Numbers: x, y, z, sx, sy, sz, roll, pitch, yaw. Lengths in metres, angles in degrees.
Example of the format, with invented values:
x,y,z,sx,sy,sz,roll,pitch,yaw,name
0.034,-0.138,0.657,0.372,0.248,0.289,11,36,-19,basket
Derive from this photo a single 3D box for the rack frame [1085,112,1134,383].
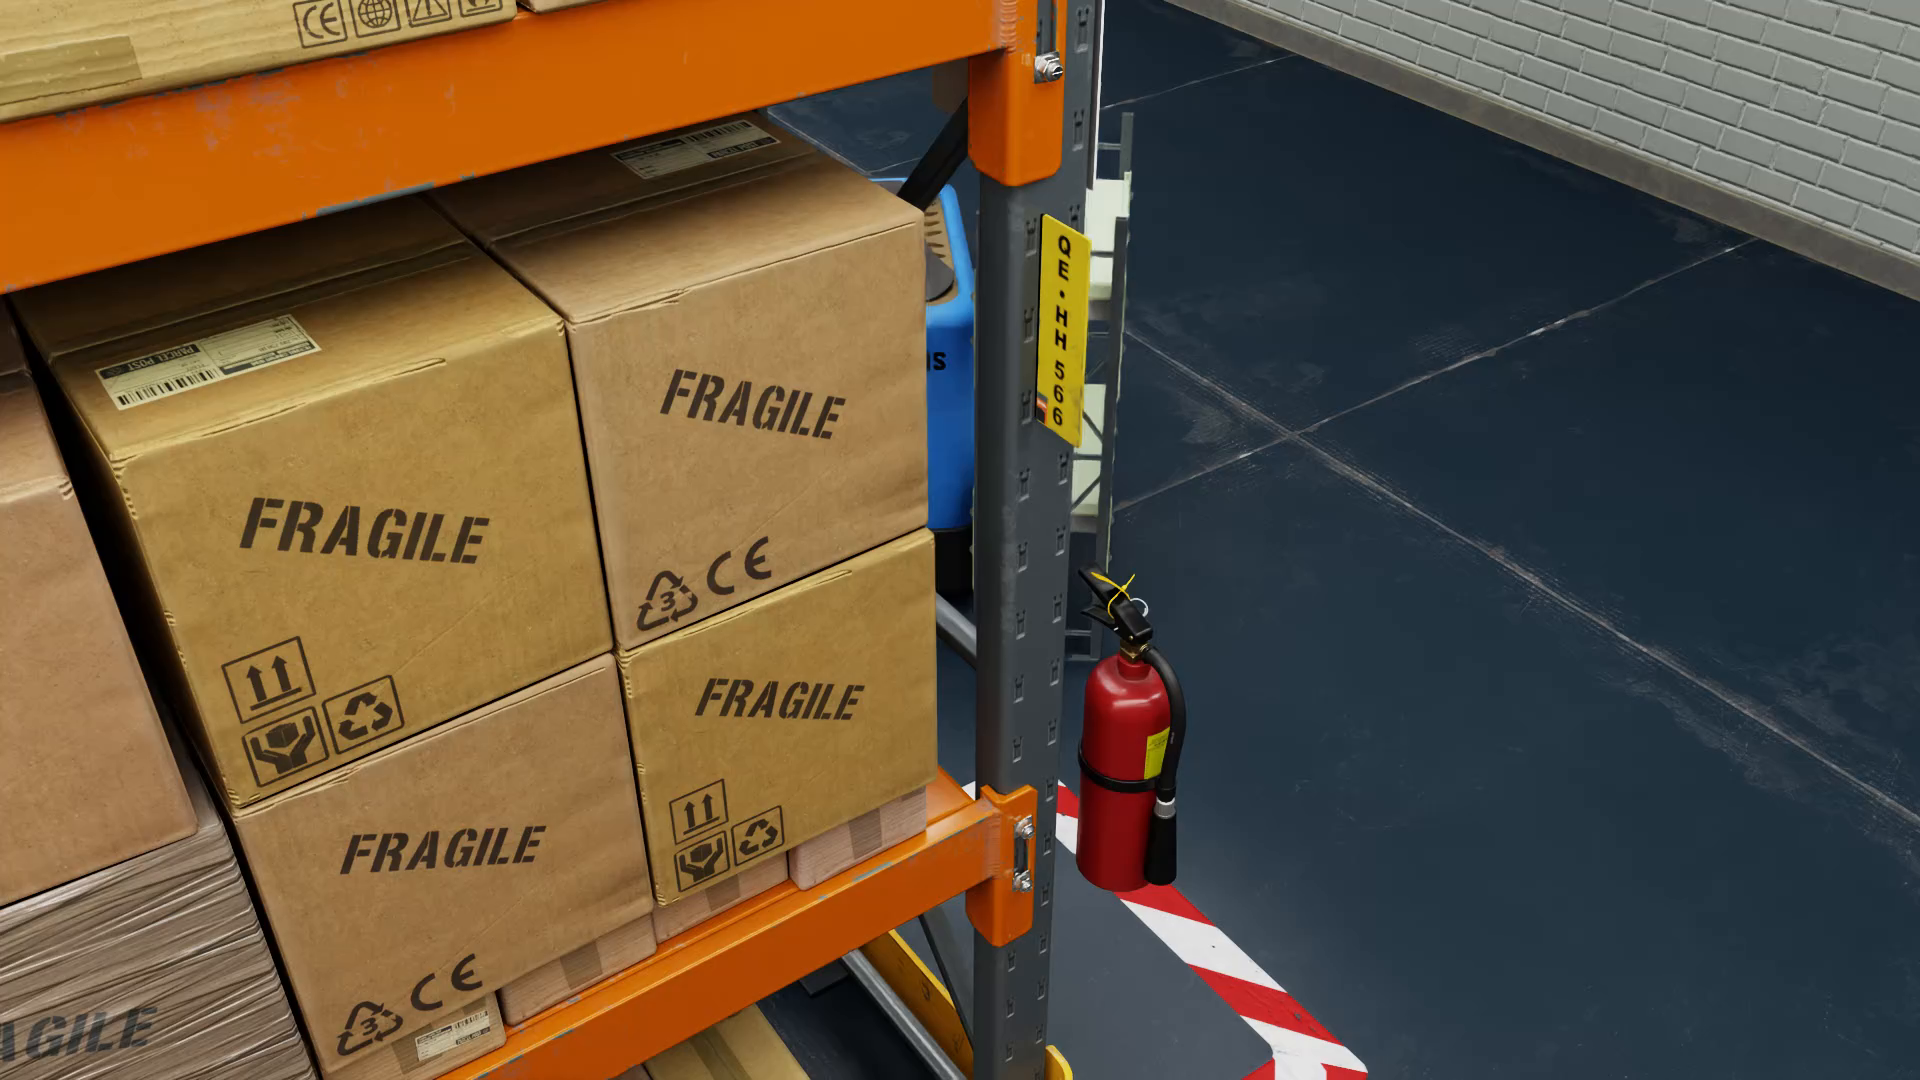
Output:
x,y,z,sx,sy,sz,roll,pitch,yaw,name
0.317,-0.669,5.395,0.400,1.500,0.023,3,36,5,rack frame

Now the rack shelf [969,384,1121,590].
x,y,z,sx,sy,sz,roll,pitch,yaw,name
0.280,-0.191,5.290,0.431,0.370,0.720,3,36,5,rack shelf

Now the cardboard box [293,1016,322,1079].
x,y,z,sx,sy,sz,roll,pitch,yaw,name
-1.113,0.716,2.401,0.250,0.149,0.380,-24,42,-30,cardboard box

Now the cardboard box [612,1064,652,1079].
x,y,z,sx,sy,sz,roll,pitch,yaw,name
-0.686,1.142,3.166,0.250,0.149,0.380,-22,41,-27,cardboard box

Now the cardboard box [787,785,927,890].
x,y,z,sx,sy,sz,roll,pitch,yaw,name
-0.264,0.387,2.858,0.250,0.149,0.380,-22,41,-28,cardboard box

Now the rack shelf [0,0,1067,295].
x,y,z,sx,sy,sz,roll,pitch,yaw,name
-1.795,-0.213,1.524,4.000,0.370,1.077,-22,41,-28,rack shelf

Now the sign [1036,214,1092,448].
x,y,z,sx,sy,sz,roll,pitch,yaw,name
0.143,-0.286,2.317,0.005,0.325,0.100,-22,41,-28,sign

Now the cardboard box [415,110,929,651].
x,y,z,sx,sy,sz,roll,pitch,yaw,name
-0.391,-0.254,2.338,0.500,0.500,0.500,-23,42,-29,cardboard box

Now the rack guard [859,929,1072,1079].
x,y,z,sx,sy,sz,roll,pitch,yaw,name
-0.223,1.081,3.819,0.348,0.500,1.175,-22,41,-28,rack guard

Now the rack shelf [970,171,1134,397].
x,y,z,sx,sy,sz,roll,pitch,yaw,name
0.280,-0.773,4.872,0.431,0.370,0.720,3,36,5,rack shelf

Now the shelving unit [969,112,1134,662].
x,y,z,sx,sy,sz,roll,pitch,yaw,name
0.280,-0.456,5.100,0.431,1.500,0.755,3,36,5,shelving unit

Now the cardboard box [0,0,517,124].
x,y,z,sx,sy,sz,roll,pitch,yaw,name
-0.793,-0.662,1.661,0.500,0.250,0.500,-22,41,-28,cardboard box

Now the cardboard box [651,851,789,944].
x,y,z,sx,sy,sz,roll,pitch,yaw,name
-0.489,0.453,2.767,0.250,0.149,0.380,-22,41,-28,cardboard box

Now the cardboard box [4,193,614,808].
x,y,z,sx,sy,sz,roll,pitch,yaw,name
-0.805,-0.084,2.101,0.500,0.500,0.500,-24,42,-29,cardboard box

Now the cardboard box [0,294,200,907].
x,y,z,sx,sy,sz,roll,pitch,yaw,name
-1.225,0.095,1.852,0.500,0.500,0.500,-20,40,-26,cardboard box

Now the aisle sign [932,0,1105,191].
x,y,z,sx,sy,sz,roll,pitch,yaw,name
0.072,-0.896,2.201,0.004,0.787,0.394,-22,41,-28,aisle sign

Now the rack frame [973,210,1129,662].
x,y,z,sx,sy,sz,roll,pitch,yaw,name
0.242,-0.244,4.804,0.400,1.500,0.023,3,36,5,rack frame

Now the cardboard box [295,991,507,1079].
x,y,z,sx,sy,sz,roll,pitch,yaw,name
-0.881,0.641,2.505,0.250,0.149,0.380,-21,41,-27,cardboard box

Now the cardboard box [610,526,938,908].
x,y,z,sx,sy,sz,roll,pitch,yaw,name
-0.380,0.153,2.628,0.500,0.500,0.500,-21,41,-27,cardboard box

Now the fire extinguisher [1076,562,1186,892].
x,y,z,sx,sy,sz,roll,pitch,yaw,name
0.311,0.359,3.068,0.183,0.674,0.296,-22,41,-28,fire extinguisher

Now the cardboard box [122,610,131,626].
x,y,z,sx,sy,sz,roll,pitch,yaw,name
-1.109,0.090,2.715,0.500,0.500,0.500,-22,41,-28,cardboard box

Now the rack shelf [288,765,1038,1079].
x,y,z,sx,sy,sz,roll,pitch,yaw,name
-1.795,1.005,2.400,4.000,0.370,1.077,-22,41,-28,rack shelf

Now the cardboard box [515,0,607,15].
x,y,z,sx,sy,sz,roll,pitch,yaw,name
-0.380,-0.837,1.905,0.500,0.250,0.500,-23,42,-29,cardboard box

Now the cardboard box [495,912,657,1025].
x,y,z,sx,sy,sz,roll,pitch,yaw,name
-0.685,0.544,2.640,0.250,0.149,0.380,-23,42,-28,cardboard box

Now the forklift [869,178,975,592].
x,y,z,sx,sy,sz,roll,pitch,yaw,name
-1.470,-1.197,4.904,3.031,2.935,1.130,-3,36,-4,forklift

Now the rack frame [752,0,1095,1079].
x,y,z,sx,sy,sz,roll,pitch,yaw,name
-0.161,0.040,3.125,0.127,3.000,1.000,-22,41,-28,rack frame

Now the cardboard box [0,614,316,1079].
x,y,z,sx,sy,sz,roll,pitch,yaw,name
-1.212,0.499,2.147,0.500,0.500,0.500,-22,41,-28,cardboard box

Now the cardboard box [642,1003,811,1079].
x,y,z,sx,sy,sz,roll,pitch,yaw,name
-0.447,1.085,3.245,0.250,0.149,0.380,-22,41,-27,cardboard box

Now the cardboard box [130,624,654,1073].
x,y,z,sx,sy,sz,roll,pitch,yaw,name
-0.804,0.324,2.391,0.500,0.500,0.500,-23,42,-29,cardboard box
